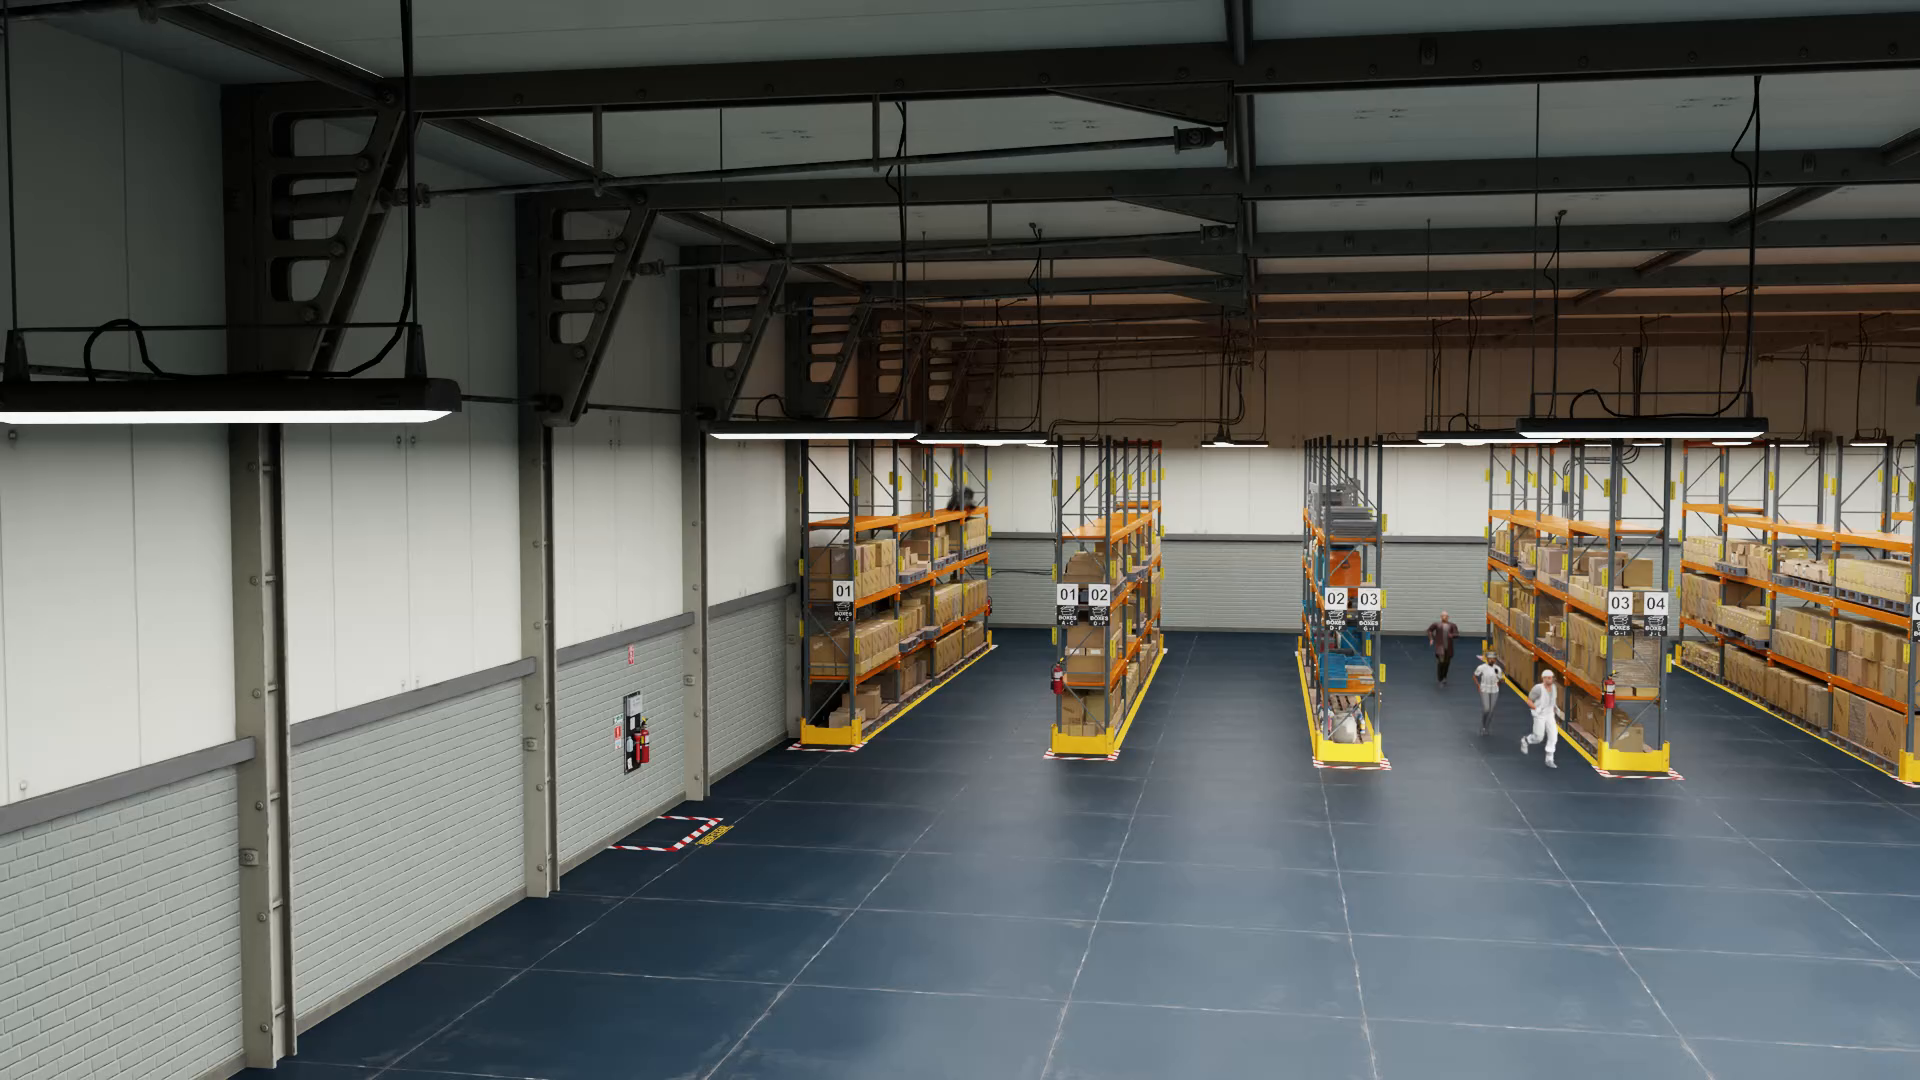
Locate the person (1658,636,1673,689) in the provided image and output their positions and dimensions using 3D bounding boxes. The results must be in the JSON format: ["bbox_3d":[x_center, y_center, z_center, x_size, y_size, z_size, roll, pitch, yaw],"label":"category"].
[{"bbox_3d":[16.099,2.788,38.389,0.648,1.736,0.891,0,3,8],"label":"person"}]

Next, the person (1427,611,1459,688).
[{"bbox_3d":[11.746,2.655,40.371,0.670,1.850,0.845,0,3,1],"label":"person"}]

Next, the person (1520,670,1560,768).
[{"bbox_3d":[10.602,3.219,30.293,0.681,1.754,0.969,-1,3,-20],"label":"person"}]

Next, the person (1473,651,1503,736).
[{"bbox_3d":[10.624,3.085,33.378,0.549,1.708,0.695,0,3,2],"label":"person"}]
